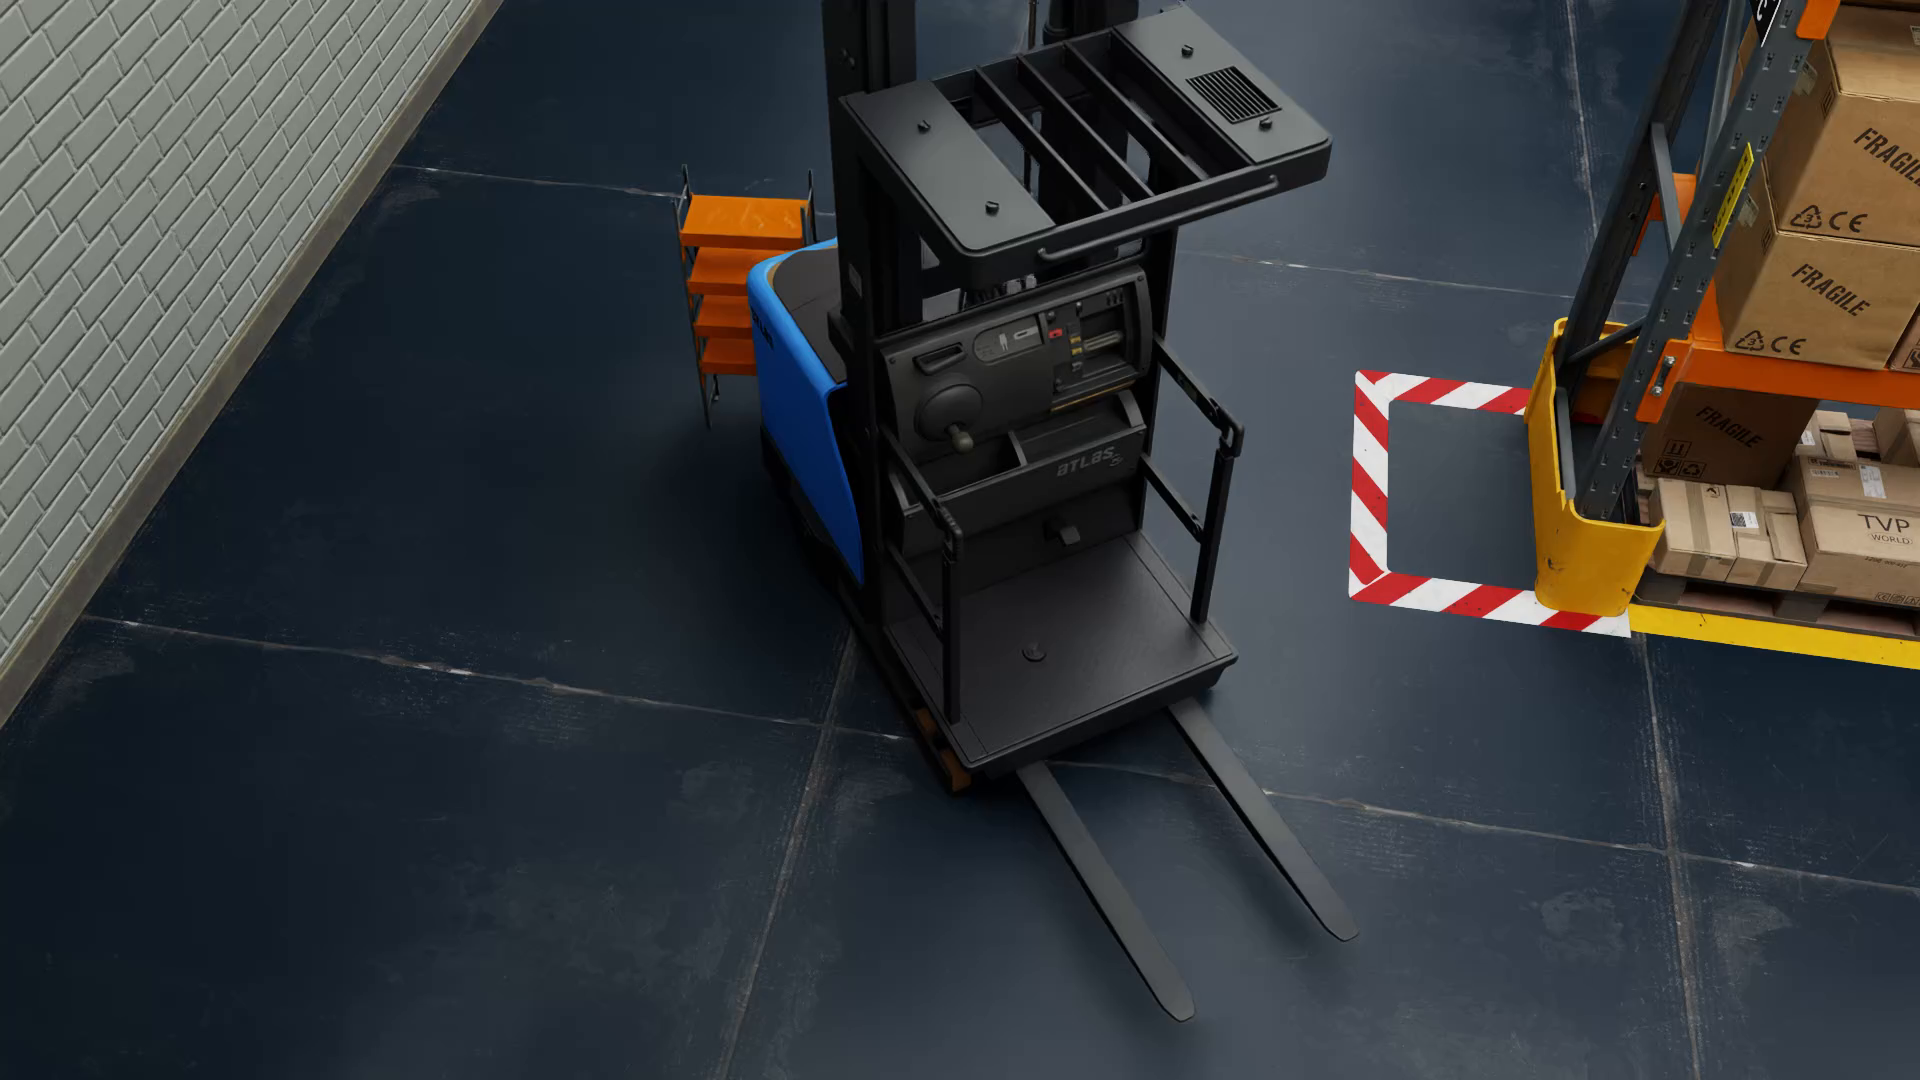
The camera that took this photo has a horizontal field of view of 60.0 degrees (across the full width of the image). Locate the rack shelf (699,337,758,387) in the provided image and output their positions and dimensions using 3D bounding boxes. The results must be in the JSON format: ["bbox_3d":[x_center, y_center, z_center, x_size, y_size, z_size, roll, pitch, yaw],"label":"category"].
[{"bbox_3d":[-0.827,-0.768,6.963,0.480,0.148,0.258,3,48,3],"label":"rack shelf"}]

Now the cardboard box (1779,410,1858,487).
[{"bbox_3d":[3.408,-0.344,6.624,0.250,0.166,0.380,8,49,7],"label":"cardboard box"}]

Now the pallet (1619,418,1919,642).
[{"bbox_3d":[3.306,-0.108,6.678,1.213,0.211,1.003,8,49,7],"label":"pallet"}]

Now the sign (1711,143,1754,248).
[{"bbox_3d":[2.351,-1.047,5.065,0.005,0.325,0.100,8,49,7],"label":"sign"}]

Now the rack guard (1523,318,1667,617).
[{"bbox_3d":[2.522,-0.310,6.664,0.348,0.500,1.175,8,49,7],"label":"rack guard"}]

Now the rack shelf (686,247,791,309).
[{"bbox_3d":[-0.827,-1.050,6.649,0.480,0.148,0.258,3,48,3],"label":"rack shelf"}]

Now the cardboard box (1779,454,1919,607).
[{"bbox_3d":[3.424,-0.038,6.292,0.500,0.250,0.500,8,49,7],"label":"cardboard box"}]

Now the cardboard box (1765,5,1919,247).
[{"bbox_3d":[2.837,-1.271,5.108,0.500,0.500,0.500,9,49,8],"label":"cardboard box"}]

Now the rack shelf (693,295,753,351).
[{"bbox_3d":[-0.827,-0.901,6.815,0.480,0.148,0.258,3,48,3],"label":"rack shelf"}]

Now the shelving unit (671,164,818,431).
[{"bbox_3d":[-0.827,-0.946,6.765,0.503,1.200,0.258,3,48,3],"label":"shelving unit"}]

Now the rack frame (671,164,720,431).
[{"bbox_3d":[-1.070,-0.959,6.777,0.015,1.200,0.240,3,48,3],"label":"rack frame"}]

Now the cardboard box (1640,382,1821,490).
[{"bbox_3d":[3.026,-0.575,6.607,0.500,0.500,0.500,8,49,7],"label":"cardboard box"}]

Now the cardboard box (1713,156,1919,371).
[{"bbox_3d":[2.837,-0.937,5.480,0.500,0.500,0.500,9,49,8],"label":"cardboard box"}]

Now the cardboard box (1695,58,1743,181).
[{"bbox_3d":[2.936,-1.329,5.832,0.500,0.500,0.500,9,49,8],"label":"cardboard box"}]

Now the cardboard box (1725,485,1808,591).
[{"bbox_3d":[3.044,-0.015,6.328,0.250,0.166,0.380,8,49,7],"label":"cardboard box"}]

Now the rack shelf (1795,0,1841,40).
[{"bbox_3d":[4.415,-1.653,4.658,4.000,0.370,1.077,8,49,7],"label":"rack shelf"}]

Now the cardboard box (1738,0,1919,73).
[{"bbox_3d":[2.934,-1.665,5.462,0.500,0.500,0.500,7,48,6],"label":"cardboard box"}]

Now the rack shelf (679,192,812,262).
[{"bbox_3d":[-0.827,-1.208,6.473,0.480,0.148,0.258,3,48,3],"label":"rack shelf"}]

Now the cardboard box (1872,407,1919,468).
[{"bbox_3d":[3.955,-0.344,6.567,0.500,0.250,0.500,8,49,7],"label":"cardboard box"}]

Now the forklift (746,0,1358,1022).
[{"bbox_3d":[0.295,-0.470,5.174,1.130,2.935,3.031,-20,51,-17],"label":"forklift"}]

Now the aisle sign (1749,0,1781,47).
[{"bbox_3d":[2.327,-1.818,4.591,0.004,0.787,0.394,8,49,7],"label":"aisle sign"}]

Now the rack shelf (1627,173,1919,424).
[{"bbox_3d":[4.415,-0.650,5.773,4.000,0.370,1.077,8,49,7],"label":"rack shelf"}]

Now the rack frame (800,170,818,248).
[{"bbox_3d":[-0.583,-0.932,6.753,0.015,1.200,0.240,3,48,3],"label":"rack frame"}]

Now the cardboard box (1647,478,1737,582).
[{"bbox_3d":[2.798,-0.043,6.364,0.250,0.149,0.380,8,49,7],"label":"cardboard box"}]

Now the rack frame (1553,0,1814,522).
[{"bbox_3d":[2.447,-1.155,5.743,0.127,3.000,1.000,8,49,7],"label":"rack frame"}]

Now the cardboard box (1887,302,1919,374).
[{"bbox_3d":[3.345,-0.873,5.422,0.500,0.500,0.500,7,48,6],"label":"cardboard box"}]
